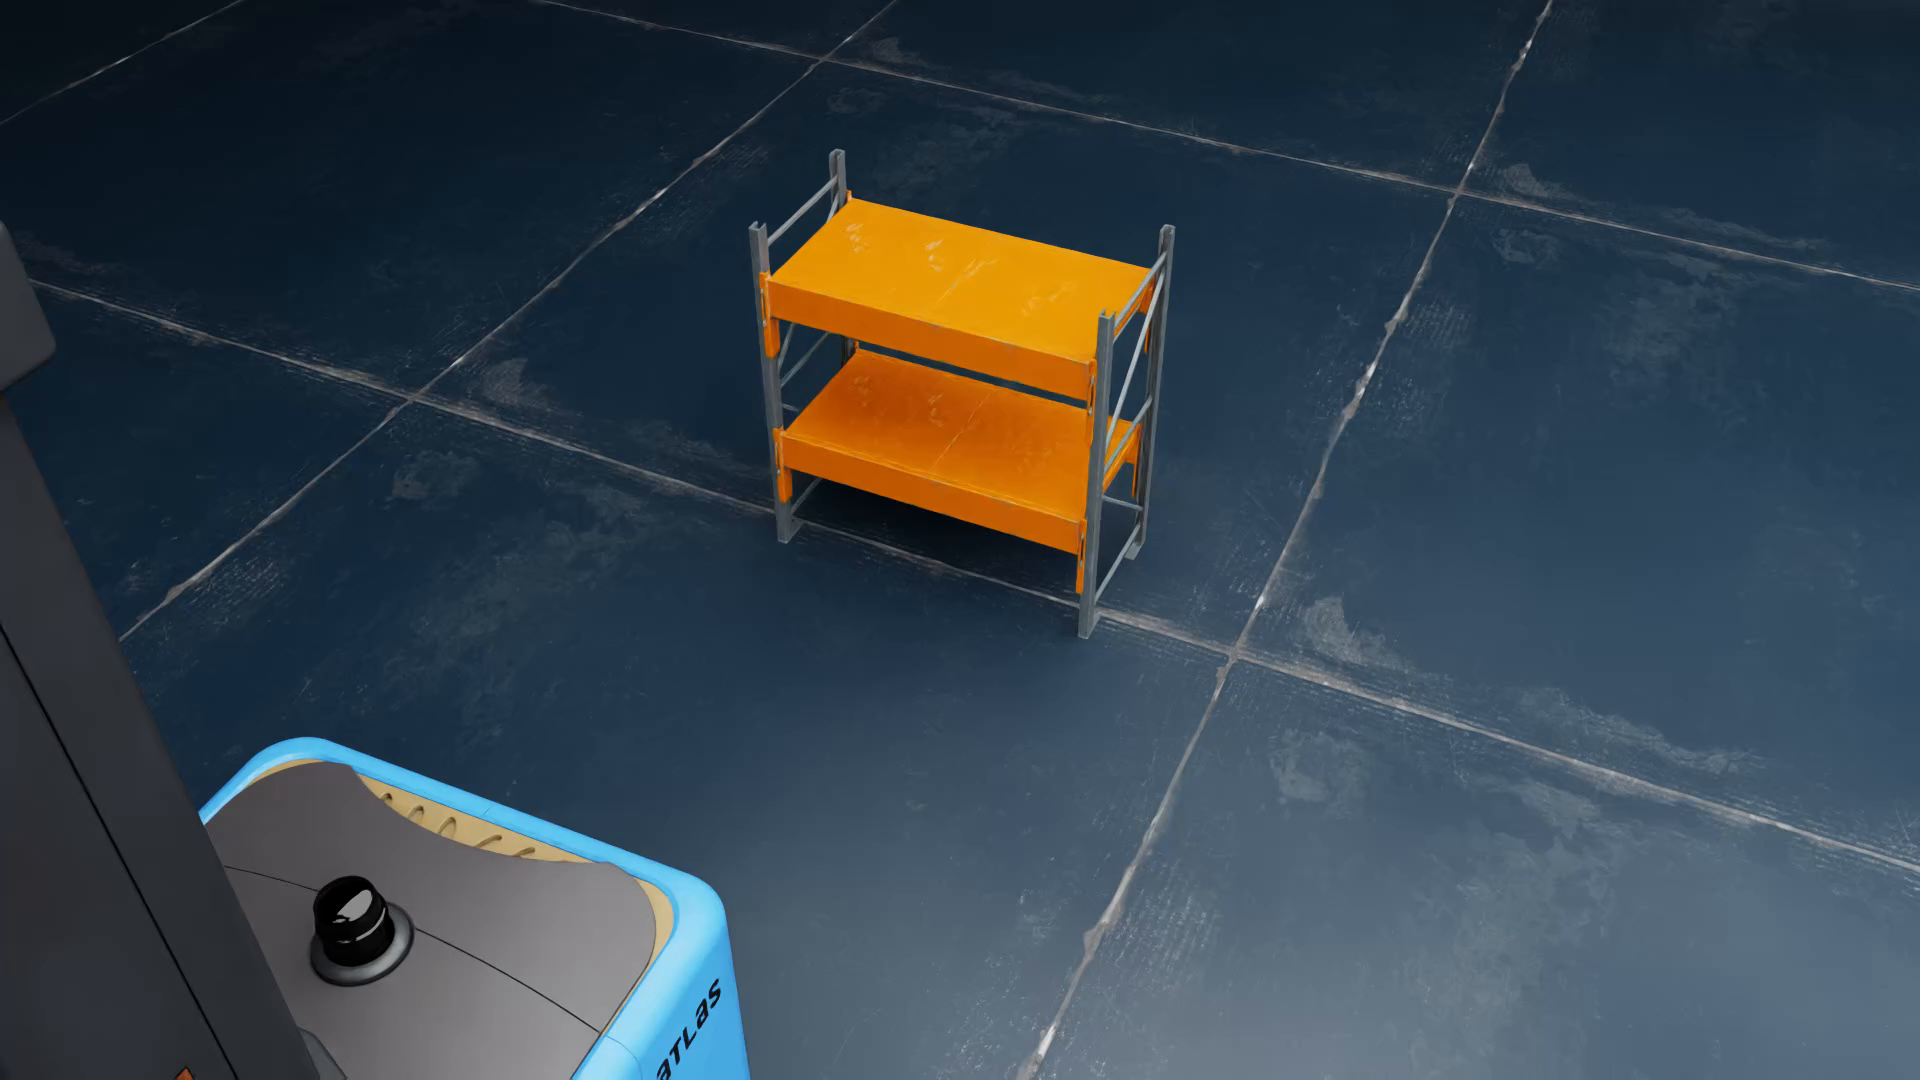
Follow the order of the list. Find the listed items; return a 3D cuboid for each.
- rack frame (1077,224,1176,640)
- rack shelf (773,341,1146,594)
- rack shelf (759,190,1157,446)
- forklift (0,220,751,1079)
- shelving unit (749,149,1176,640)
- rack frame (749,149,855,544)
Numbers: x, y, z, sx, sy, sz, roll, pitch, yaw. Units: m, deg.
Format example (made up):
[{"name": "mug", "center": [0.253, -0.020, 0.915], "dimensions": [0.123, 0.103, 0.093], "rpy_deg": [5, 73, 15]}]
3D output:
[{"name": "rack frame", "center": [0.467, -0.282, 4.717], "dimensions": [0.032, 1.125, 0.500], "rpy_deg": [17, 44, 19]}, {"name": "rack shelf", "center": [0.006, -0.238, 5.040], "dimensions": [1.000, 0.278, 0.538], "rpy_deg": [17, 44, 19]}, {"name": "rack shelf", "center": [0.006, -0.644, 4.688], "dimensions": [1.000, 0.278, 0.538], "rpy_deg": [17, 44, 19]}, {"name": "forklift", "center": [-1.446, 1.073, 1.774], "dimensions": [1.130, 2.935, 3.031], "rpy_deg": [16, 43, 18]}, {"name": "shelving unit", "center": [0.006, -0.423, 4.879], "dimensions": [1.048, 1.125, 0.538], "rpy_deg": [17, 44, 19]}, {"name": "rack frame", "center": [-0.455, -0.564, 5.042], "dimensions": [0.032, 1.125, 0.500], "rpy_deg": [17, 44, 19]}]
